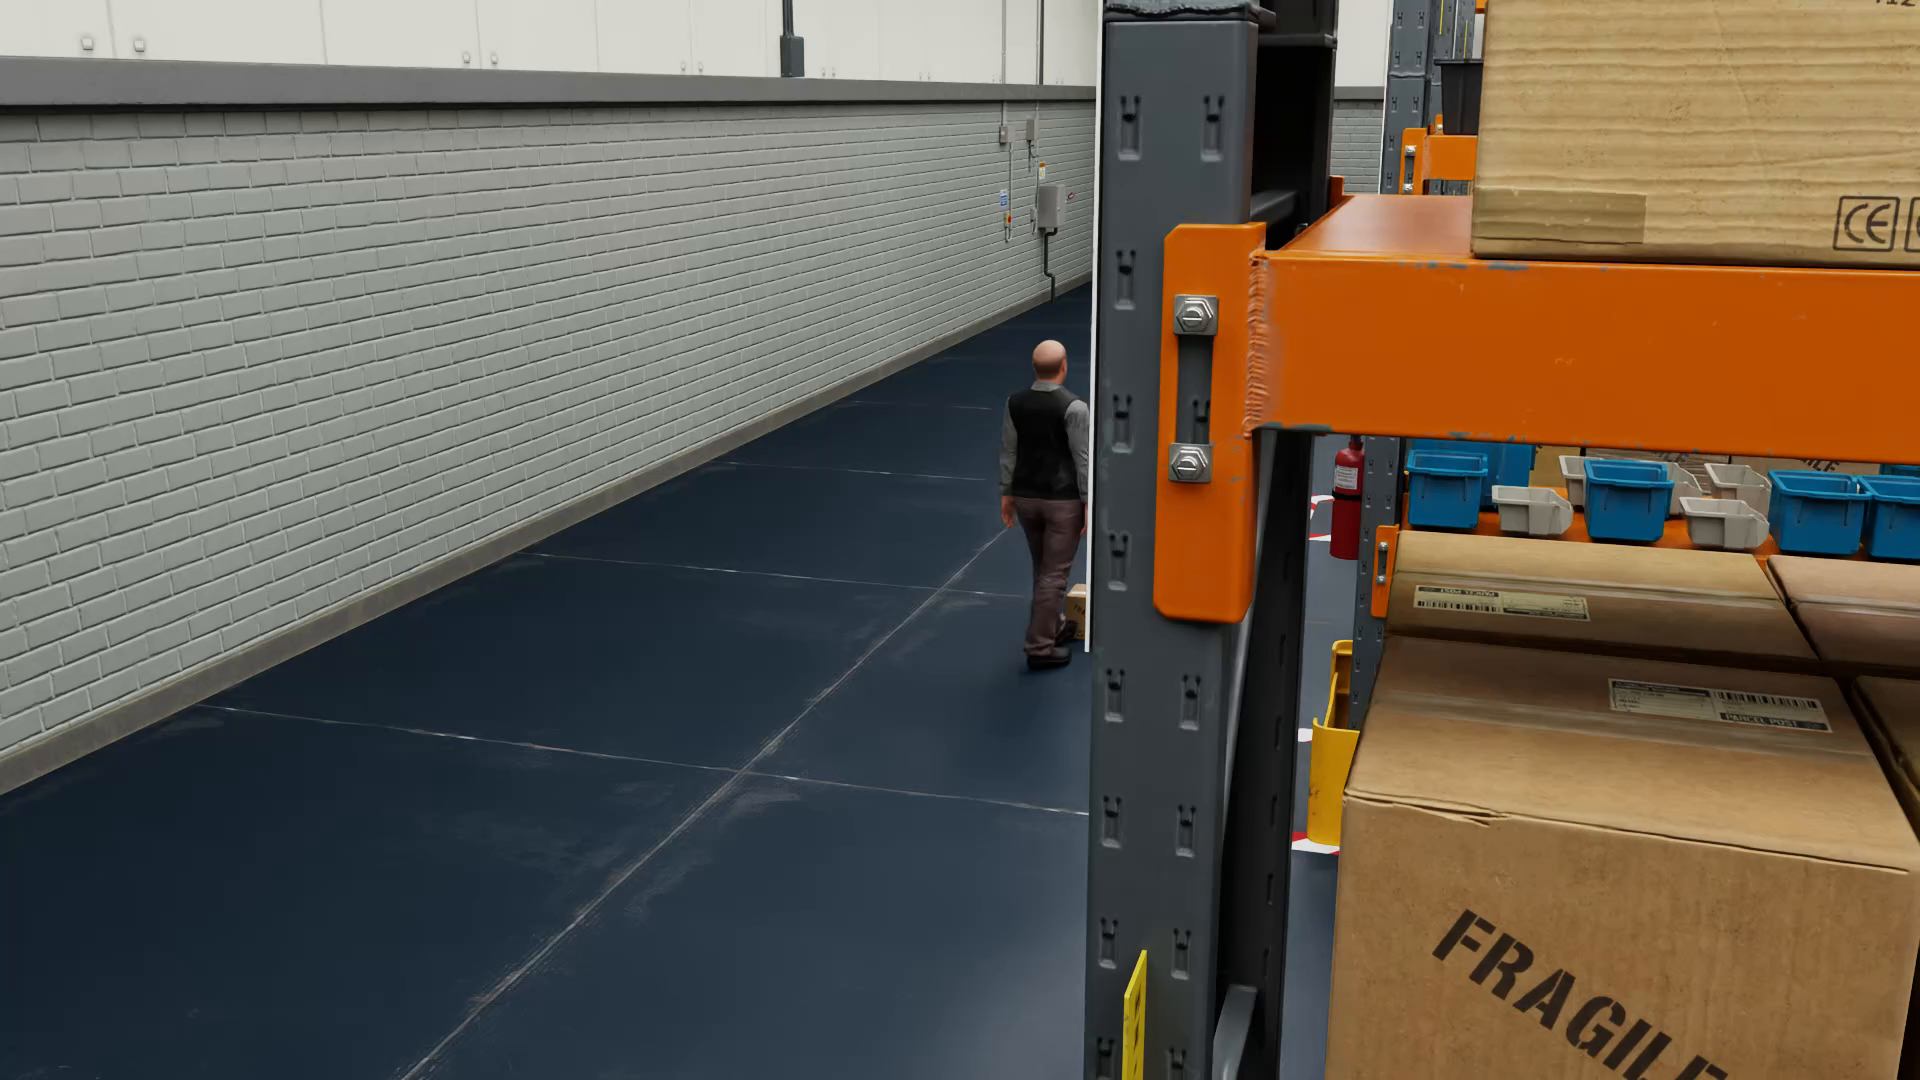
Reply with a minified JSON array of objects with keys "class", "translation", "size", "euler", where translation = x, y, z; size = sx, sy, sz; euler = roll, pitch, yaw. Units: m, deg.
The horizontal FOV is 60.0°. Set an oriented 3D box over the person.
[{"class":"person","translation":[0.535,-0.212,8.829],"size":[0.553,1.719,0.685],"euler":[12,19,37]}]
